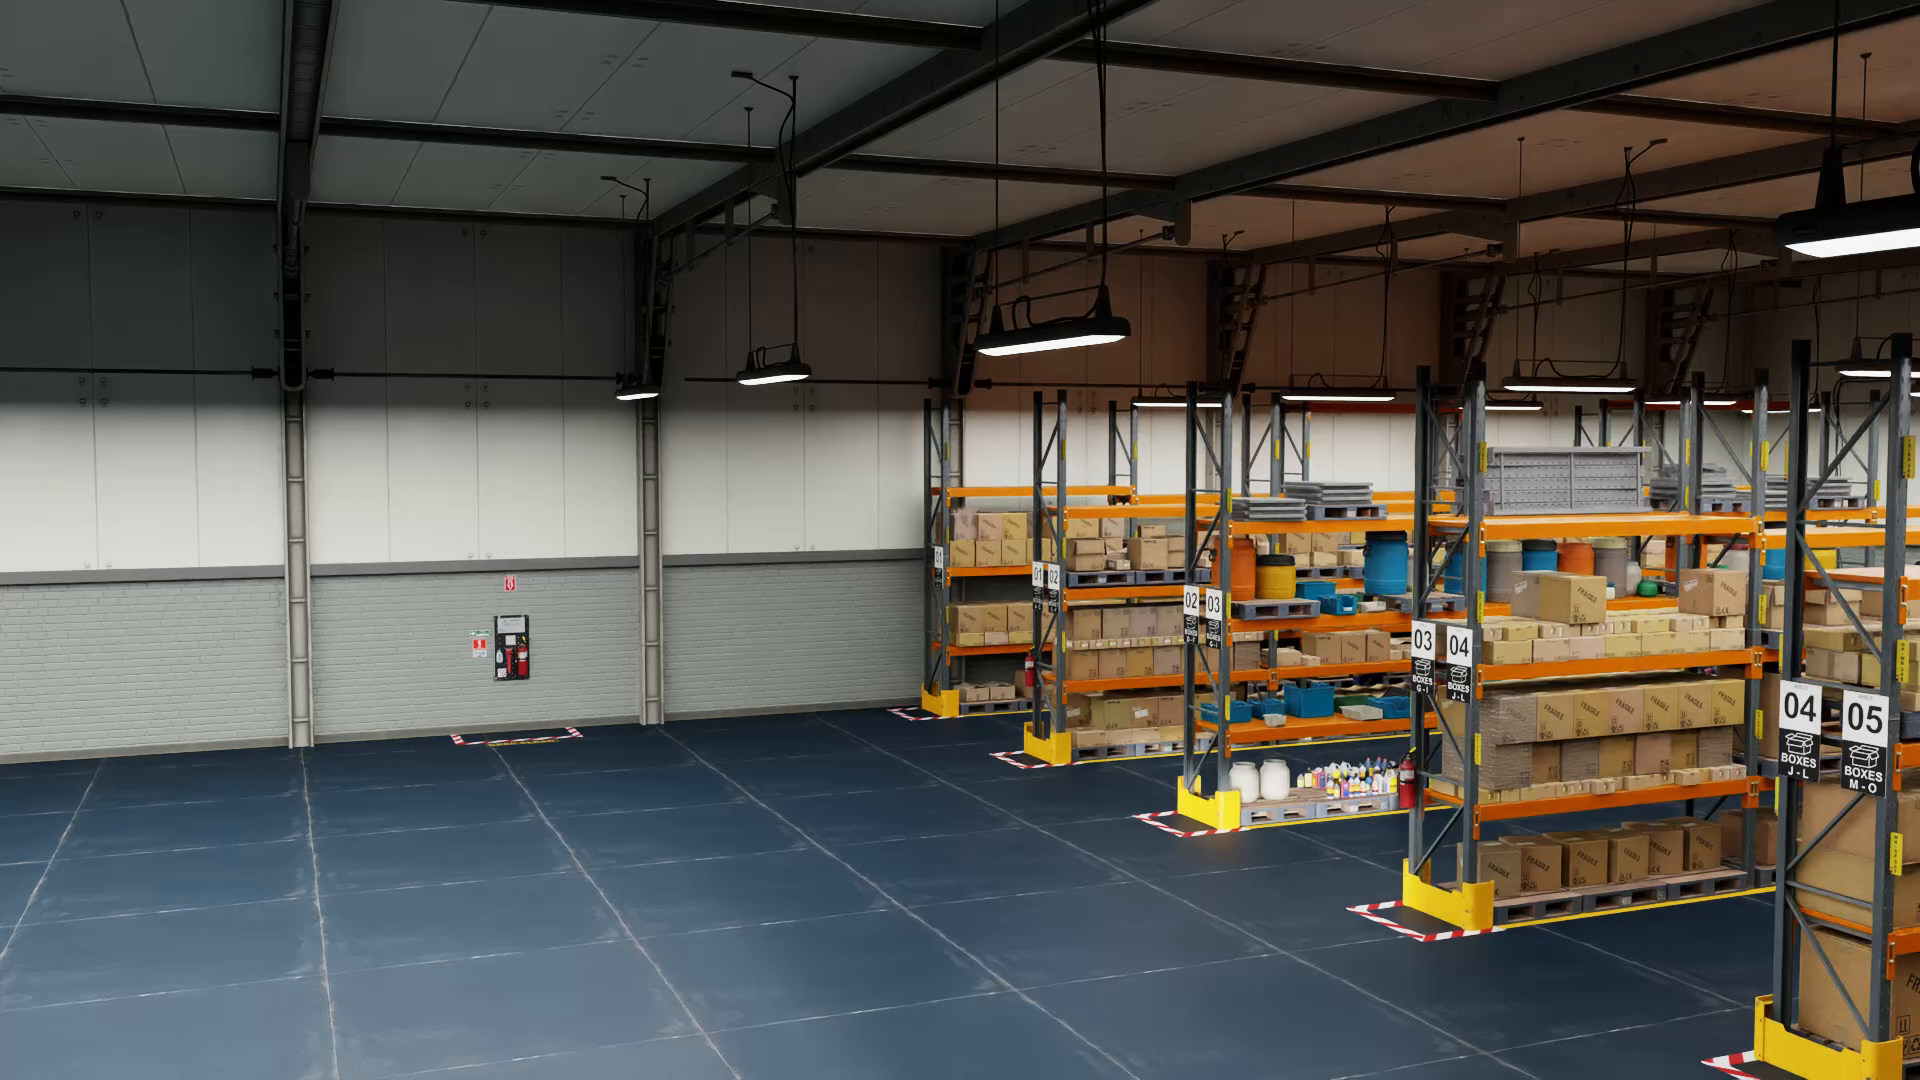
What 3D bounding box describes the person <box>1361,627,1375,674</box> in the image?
[{"bbox_3d":[7.823,2.465,31.933,0.975,1.603,0.516,-1,3,-13],"label":"person"}]
